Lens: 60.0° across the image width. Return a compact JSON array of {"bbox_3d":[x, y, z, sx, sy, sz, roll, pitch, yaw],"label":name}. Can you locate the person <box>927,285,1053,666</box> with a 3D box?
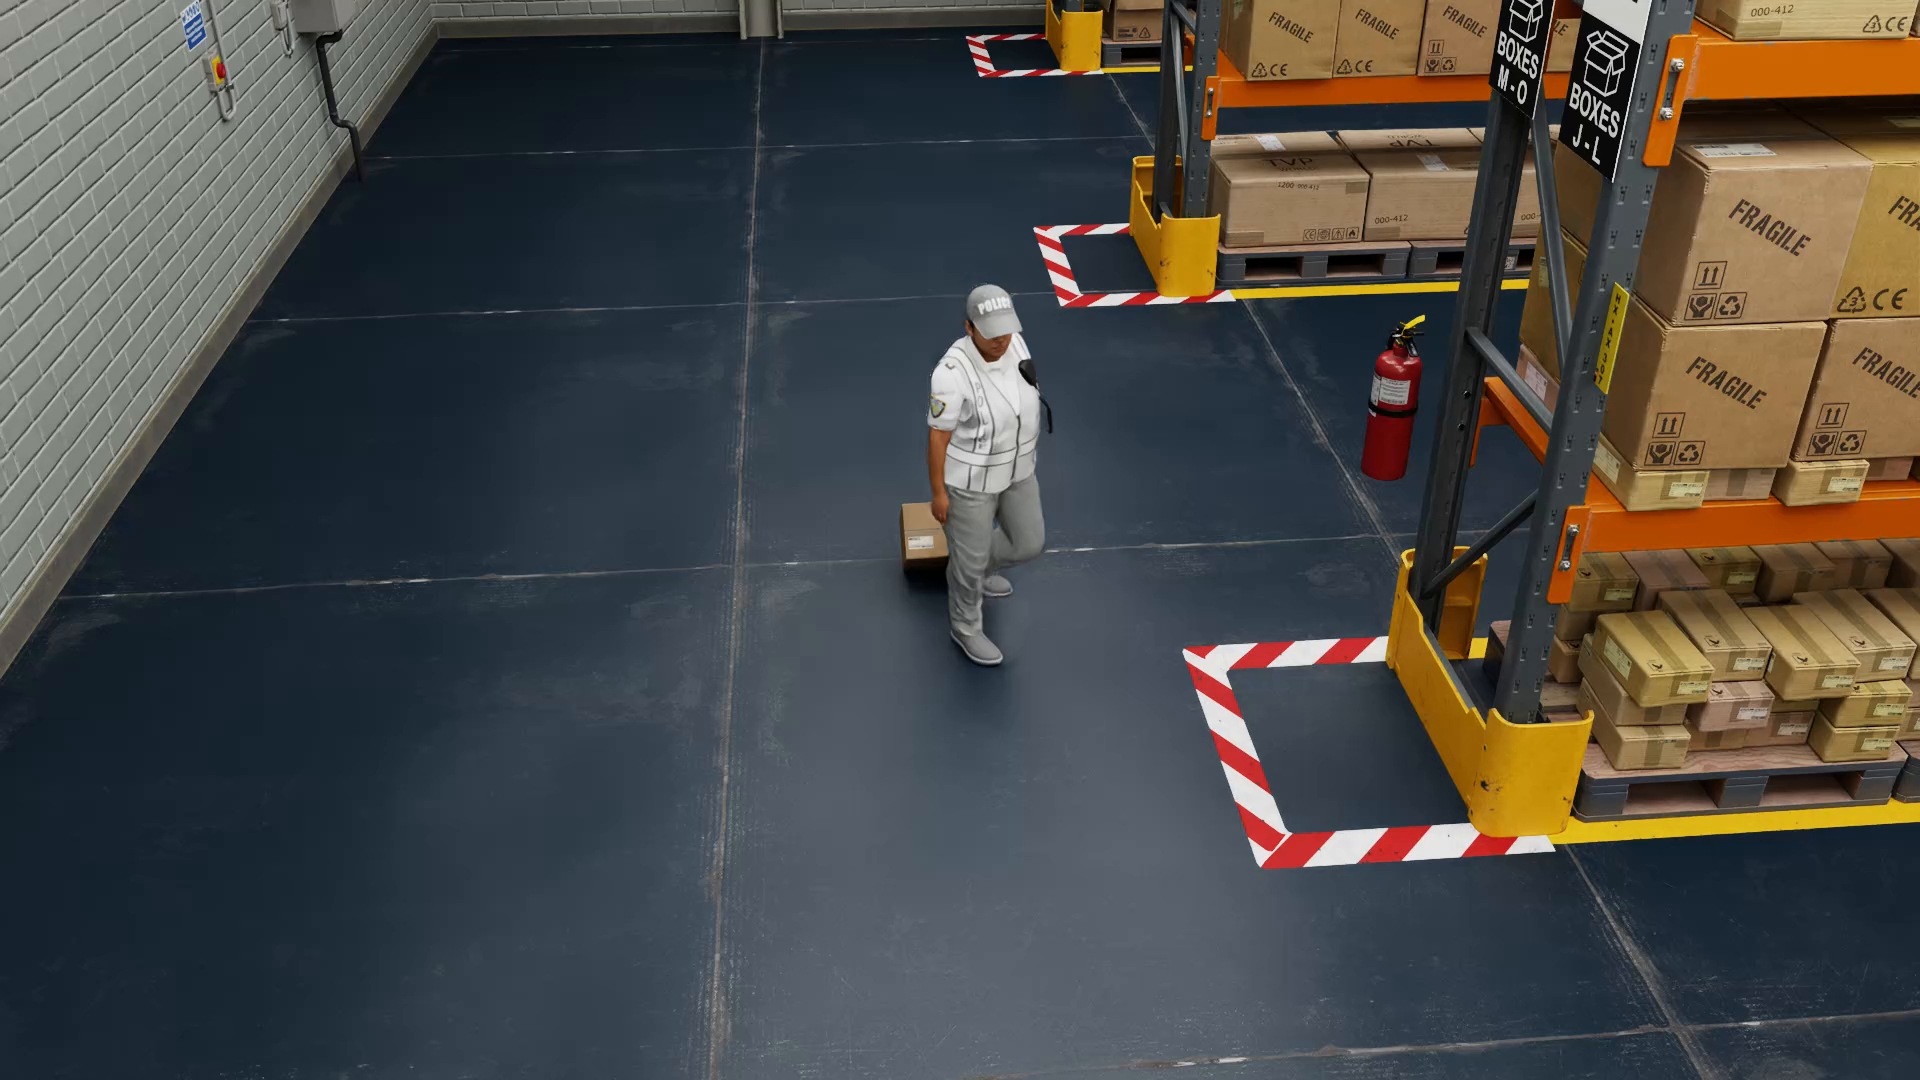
[{"bbox_3d":[0.080,-0.283,6.597,0.557,1.657,0.580,-25,39,-35],"label":"person"}]
